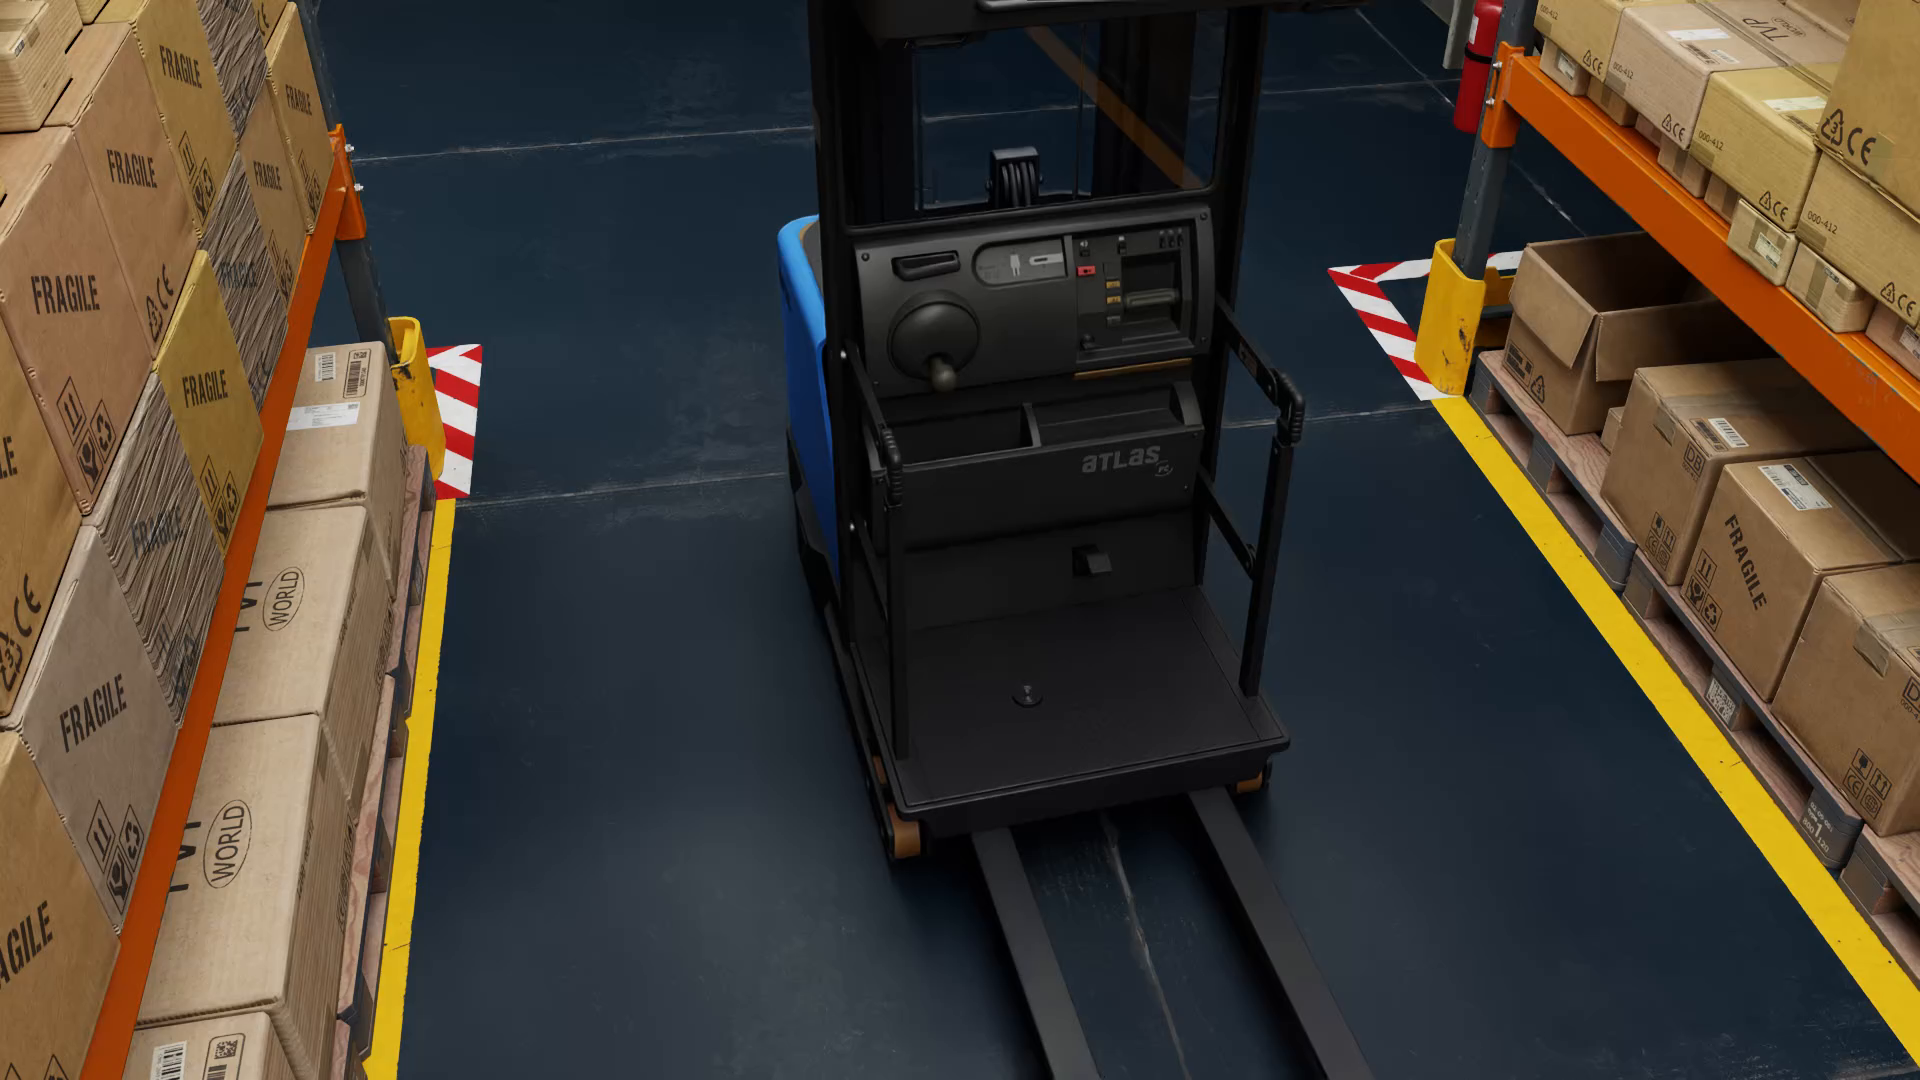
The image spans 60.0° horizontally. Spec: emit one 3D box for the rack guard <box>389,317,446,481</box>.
[{"bbox_3d":[-2.483,-0.443,5.913,1.175,0.500,0.348,-6,38,-8],"label":"rack guard"}]

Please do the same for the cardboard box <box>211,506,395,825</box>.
[{"bbox_3d":[-2.096,0.370,4.575,0.875,0.438,0.875,-5,38,-7],"label":"cardboard box"}]

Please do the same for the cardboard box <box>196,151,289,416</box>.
[{"bbox_3d":[-1.961,-0.578,3.968,0.500,0.500,0.500,-5,38,-7],"label":"cardboard box"}]

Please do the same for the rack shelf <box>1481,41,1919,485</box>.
[{"bbox_3d":[2.758,-0.460,4.483,1.077,0.370,4.000,-6,38,-8],"label":"rack shelf"}]

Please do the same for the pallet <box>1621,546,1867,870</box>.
[{"bbox_3d":[2.772,0.412,5.048,1.003,0.211,1.213,-6,38,-8],"label":"pallet"}]

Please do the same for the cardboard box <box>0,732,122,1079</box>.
[{"bbox_3d":[-1.602,0.649,2.388,0.500,0.500,0.500,-5,38,-6],"label":"cardboard box"}]

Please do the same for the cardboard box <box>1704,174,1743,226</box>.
[{"bbox_3d":[2.402,-1.002,4.800,0.380,0.149,0.250,-6,38,-7],"label":"cardboard box"}]

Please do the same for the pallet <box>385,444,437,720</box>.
[{"bbox_3d":[-2.262,0.160,5.372,1.003,0.211,1.213,-6,38,-8],"label":"pallet"}]

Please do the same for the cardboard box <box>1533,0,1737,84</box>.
[{"bbox_3d":[2.222,-1.707,5.382,0.500,0.250,0.500,-6,38,-8],"label":"cardboard box"}]

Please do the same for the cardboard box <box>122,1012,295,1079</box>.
[{"bbox_3d":[-1.782,1.455,3.178,0.875,0.438,0.875,-7,38,-9],"label":"cardboard box"}]

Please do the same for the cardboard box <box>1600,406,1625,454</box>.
[{"bbox_3d":[2.458,-0.352,5.739,0.380,0.149,0.250,-8,38,-10],"label":"cardboard box"}]

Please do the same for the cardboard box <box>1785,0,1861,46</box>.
[{"bbox_3d":[2.839,-1.449,5.050,0.500,0.250,0.500,-6,38,-8],"label":"cardboard box"}]

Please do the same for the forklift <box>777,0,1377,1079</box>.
[{"bbox_3d":[0.255,-0.538,4.054,1.130,2.935,3.031,-9,39,-11],"label":"forklift"}]

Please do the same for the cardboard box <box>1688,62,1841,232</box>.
[{"bbox_3d":[2.402,-1.097,4.597,0.500,0.250,0.500,-7,38,-9],"label":"cardboard box"}]

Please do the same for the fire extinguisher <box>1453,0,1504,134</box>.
[{"bbox_3d":[1.927,-1.813,6.006,0.296,0.674,0.183,-6,38,-8],"label":"fire extinguisher"}]

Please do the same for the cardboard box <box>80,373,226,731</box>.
[{"bbox_3d":[-1.767,0.044,3.167,0.500,0.500,0.500,-6,38,-8],"label":"cardboard box"}]

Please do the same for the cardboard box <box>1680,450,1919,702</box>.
[{"bbox_3d":[2.527,0.099,4.872,0.500,0.500,0.500,-6,38,-7],"label":"cardboard box"}]

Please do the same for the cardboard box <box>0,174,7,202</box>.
[{"bbox_3d":[-1.726,-0.532,2.565,0.380,0.149,0.250,-7,38,-9],"label":"cardboard box"}]

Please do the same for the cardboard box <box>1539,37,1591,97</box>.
[{"bbox_3d":[2.195,-1.625,5.601,0.380,0.149,0.250,-7,38,-8],"label":"cardboard box"}]

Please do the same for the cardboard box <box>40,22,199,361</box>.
[{"bbox_3d":[-1.869,-0.669,3.270,0.500,0.500,0.500,-6,38,-8],"label":"cardboard box"}]

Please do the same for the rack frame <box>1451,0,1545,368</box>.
[{"bbox_3d":[2.407,-1.952,5.818,1.000,3.000,0.127,-6,38,-8],"label":"rack frame"}]

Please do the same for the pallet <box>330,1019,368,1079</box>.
[{"bbox_3d":[-1.834,1.634,3.475,1.003,0.211,1.213,-6,38,-8],"label":"pallet"}]

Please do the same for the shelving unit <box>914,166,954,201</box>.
[{"bbox_3d":[-0.147,-0.774,5.890,0.215,1.050,0.252,-9,39,-11],"label":"shelving unit"}]

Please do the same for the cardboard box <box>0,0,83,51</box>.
[{"bbox_3d":[-1.913,-0.986,3.149,0.380,0.149,0.250,-5,38,-6],"label":"cardboard box"}]

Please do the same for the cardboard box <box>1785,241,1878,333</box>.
[{"bbox_3d":[2.438,-0.684,4.391,0.380,0.149,0.250,-5,38,-7],"label":"cardboard box"}]

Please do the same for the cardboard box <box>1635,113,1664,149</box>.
[{"bbox_3d":[2.365,-1.321,5.210,0.380,0.149,0.250,-7,38,-9],"label":"cardboard box"}]

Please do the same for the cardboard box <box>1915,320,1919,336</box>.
[{"bbox_3d":[2.602,-0.479,3.802,0.500,0.250,0.500,-6,38,-8],"label":"cardboard box"}]

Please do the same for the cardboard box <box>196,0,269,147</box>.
[{"bbox_3d":[-2.039,-1.272,4.046,0.500,0.500,0.500,-6,38,-8],"label":"cardboard box"}]

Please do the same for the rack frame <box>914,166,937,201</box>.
[{"bbox_3d":[-0.177,-0.846,5.983,0.200,1.050,0.008,-9,39,-11],"label":"rack frame"}]

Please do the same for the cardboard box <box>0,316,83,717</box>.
[{"bbox_3d":[-1.705,-0.054,2.478,0.500,0.500,0.500,-7,38,-9],"label":"cardboard box"}]

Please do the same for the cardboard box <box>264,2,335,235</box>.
[{"bbox_3d":[-2.134,-1.193,4.759,0.500,0.500,0.500,-6,38,-8],"label":"cardboard box"}]
